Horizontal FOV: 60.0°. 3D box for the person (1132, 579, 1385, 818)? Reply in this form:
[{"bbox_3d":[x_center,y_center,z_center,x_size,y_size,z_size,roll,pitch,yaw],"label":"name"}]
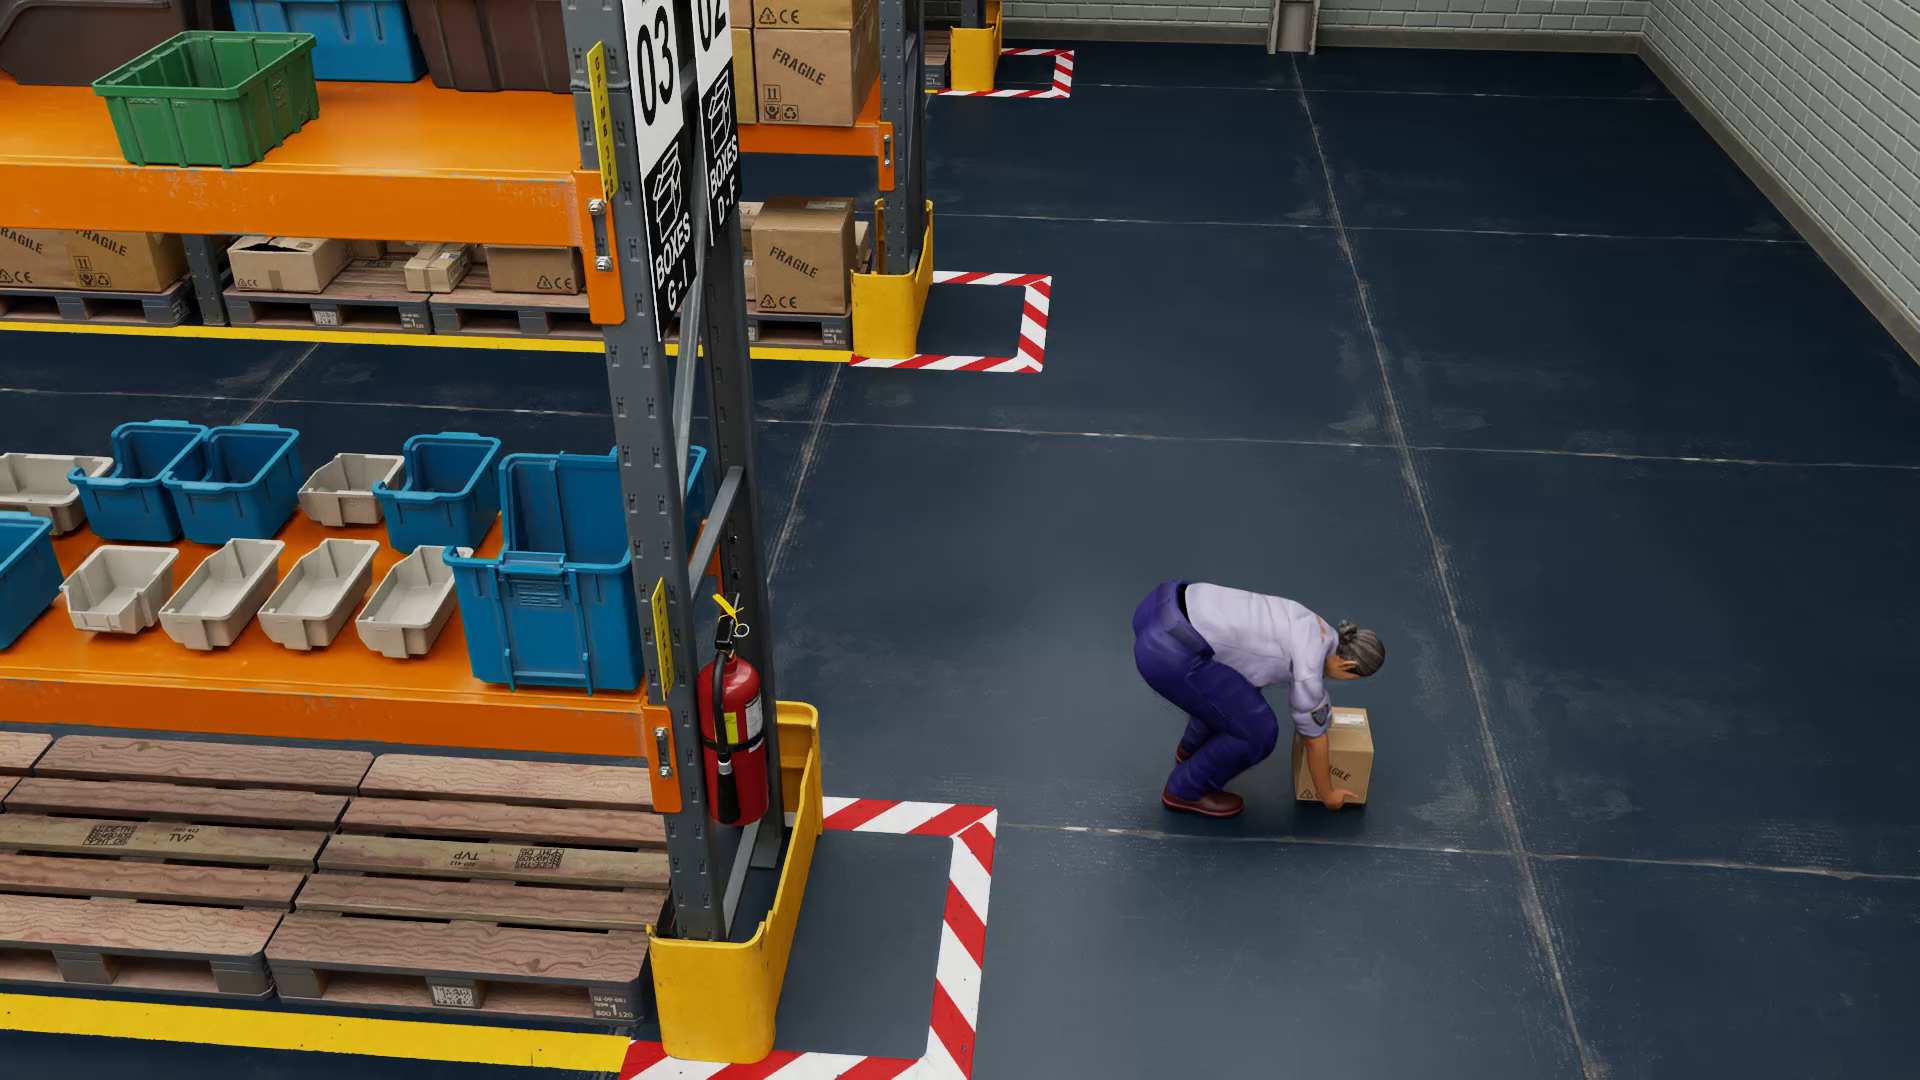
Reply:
[{"bbox_3d":[1.060,0.556,6.013,0.898,0.854,0.506,1,32,2],"label":"person"}]
